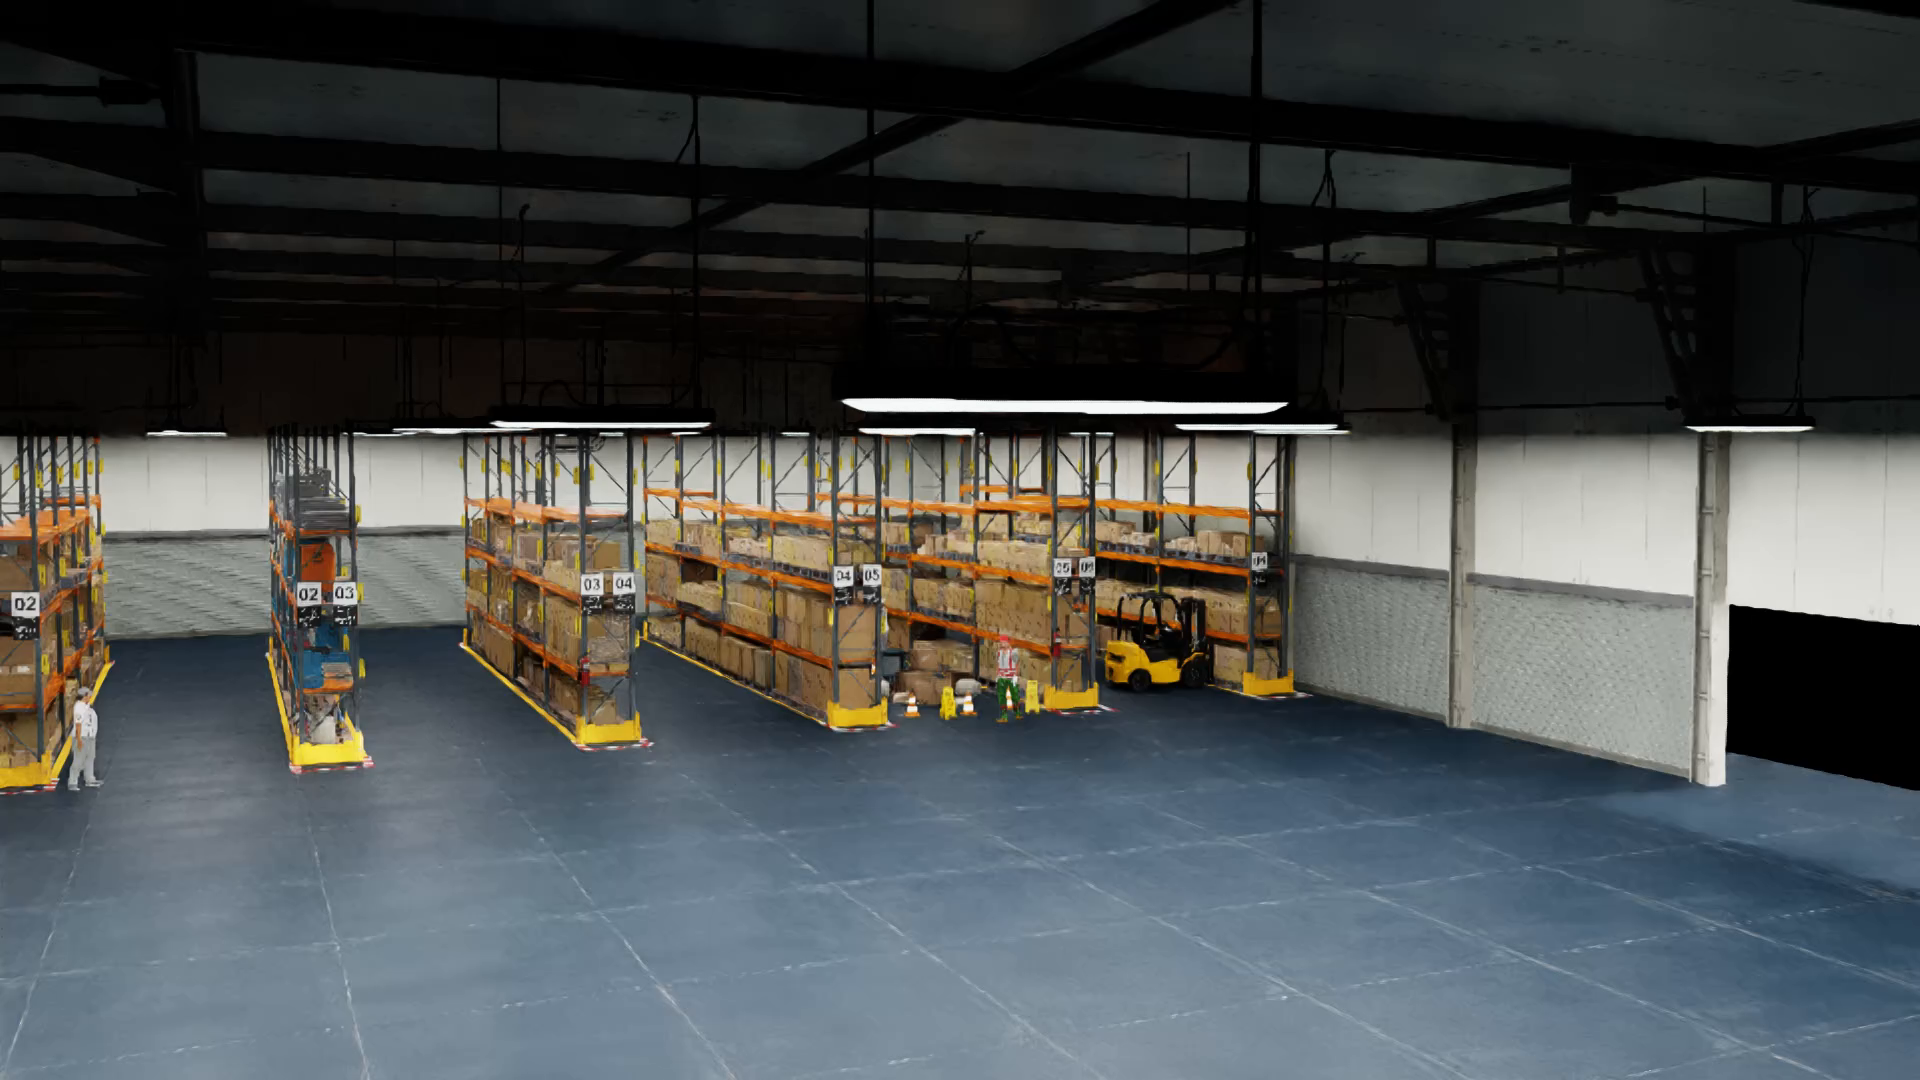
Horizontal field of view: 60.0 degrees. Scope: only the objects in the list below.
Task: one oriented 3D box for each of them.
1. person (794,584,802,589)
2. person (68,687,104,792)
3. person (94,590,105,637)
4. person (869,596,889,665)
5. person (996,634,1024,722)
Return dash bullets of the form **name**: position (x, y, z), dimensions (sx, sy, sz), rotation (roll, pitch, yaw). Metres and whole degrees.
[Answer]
- **person**: position (-4.694, 1.942, 47.971), dimensions (0.489, 1.675, 0.654), rotation (-2, 4, -27)
- **person**: position (-14.302, 3.233, 27.117), dimensions (0.452, 1.664, 0.644), rotation (-1, 4, -16)
- **person**: position (-23.264, 2.104, 44.652), dimensions (0.463, 1.761, 0.720), rotation (1, 4, 11)
- **person**: position (-1.999, 2.287, 41.561), dimensions (0.575, 1.768, 0.641), rotation (0, 3, -1)
- **person**: position (0.977, 2.786, 33.653), dimensions (0.569, 1.785, 0.619), rotation (2, 4, 29)
